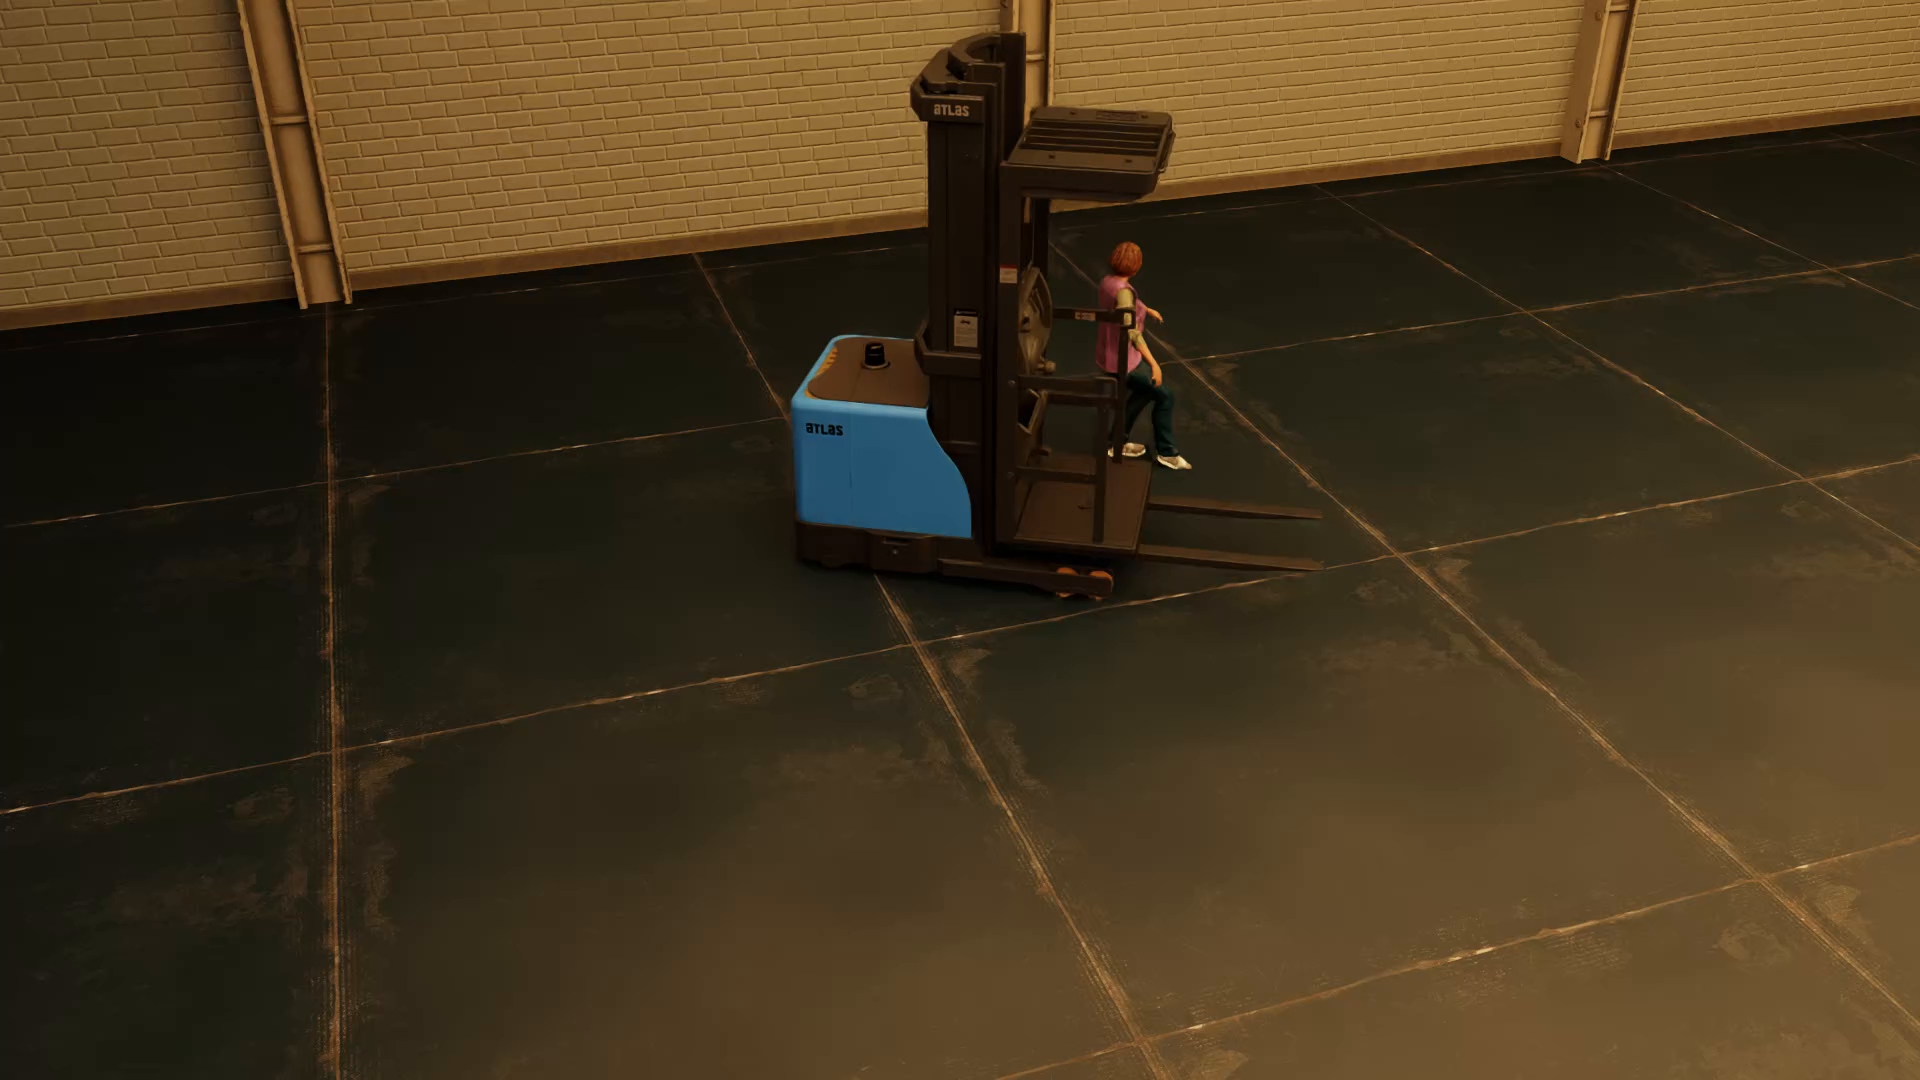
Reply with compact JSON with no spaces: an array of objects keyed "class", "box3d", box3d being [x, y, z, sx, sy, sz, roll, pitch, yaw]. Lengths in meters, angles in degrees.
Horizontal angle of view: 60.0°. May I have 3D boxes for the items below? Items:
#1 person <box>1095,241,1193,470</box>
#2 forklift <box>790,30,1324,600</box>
[{"class":"person","box3d":[1.178,-1.142,10.583,0.615,1.529,0.808,-10,31,-16]},{"class":"forklift","box3d":[0.604,-1.217,9.203,3.031,2.935,1.130,6,30,9]}]
